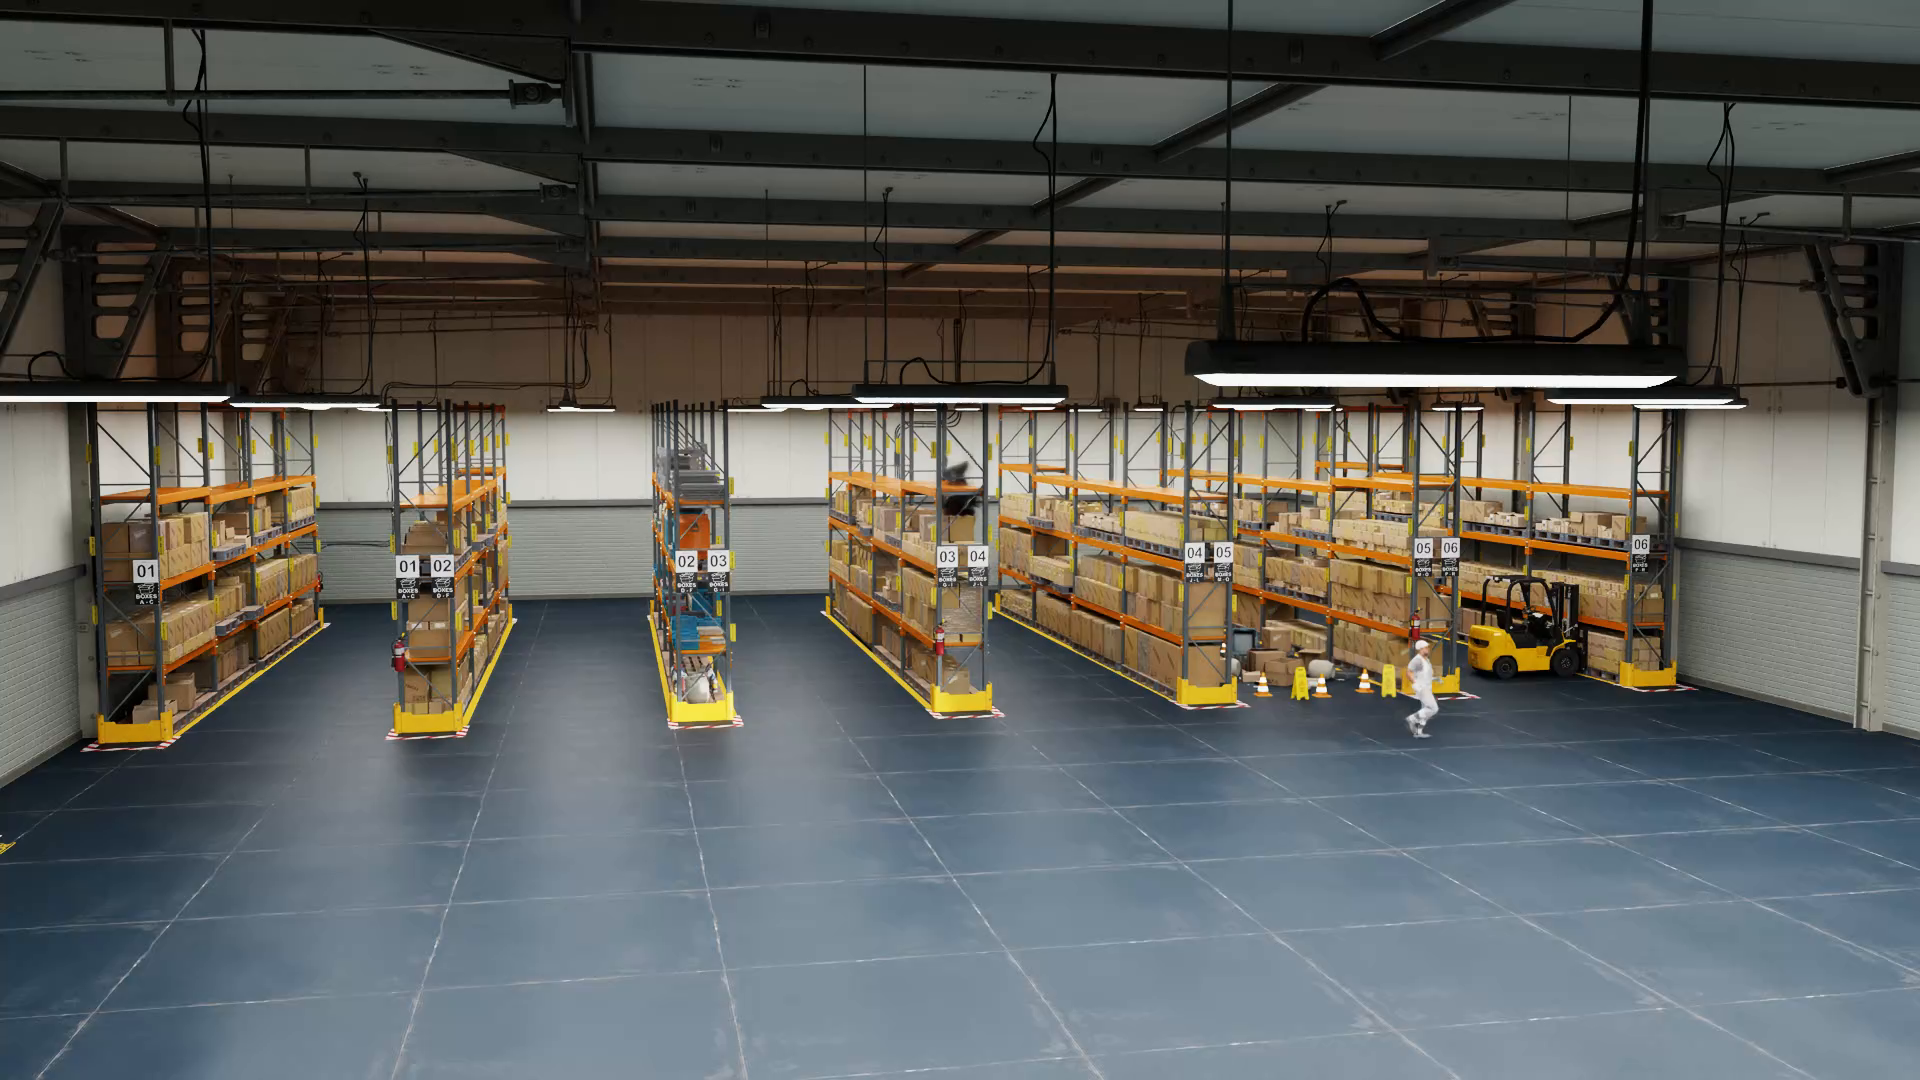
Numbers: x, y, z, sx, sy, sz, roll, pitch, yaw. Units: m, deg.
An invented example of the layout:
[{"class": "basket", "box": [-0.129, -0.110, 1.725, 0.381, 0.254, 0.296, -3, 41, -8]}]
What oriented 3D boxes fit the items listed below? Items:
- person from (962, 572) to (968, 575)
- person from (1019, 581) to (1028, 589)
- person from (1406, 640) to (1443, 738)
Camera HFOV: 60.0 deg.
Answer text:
[{"class": "person", "box": [0.344, 1.395, 45.896, 0.669, 1.758, 0.669, 0, 4, -4]}, {"class": "person", "box": [2.060, 1.102, 50.115, 0.618, 1.654, 0.828, 1, 4, 14]}, {"class": "person", "box": [8.219, 2.643, 29.379, 0.583, 1.744, 0.664, 3, 5, 31]}]
